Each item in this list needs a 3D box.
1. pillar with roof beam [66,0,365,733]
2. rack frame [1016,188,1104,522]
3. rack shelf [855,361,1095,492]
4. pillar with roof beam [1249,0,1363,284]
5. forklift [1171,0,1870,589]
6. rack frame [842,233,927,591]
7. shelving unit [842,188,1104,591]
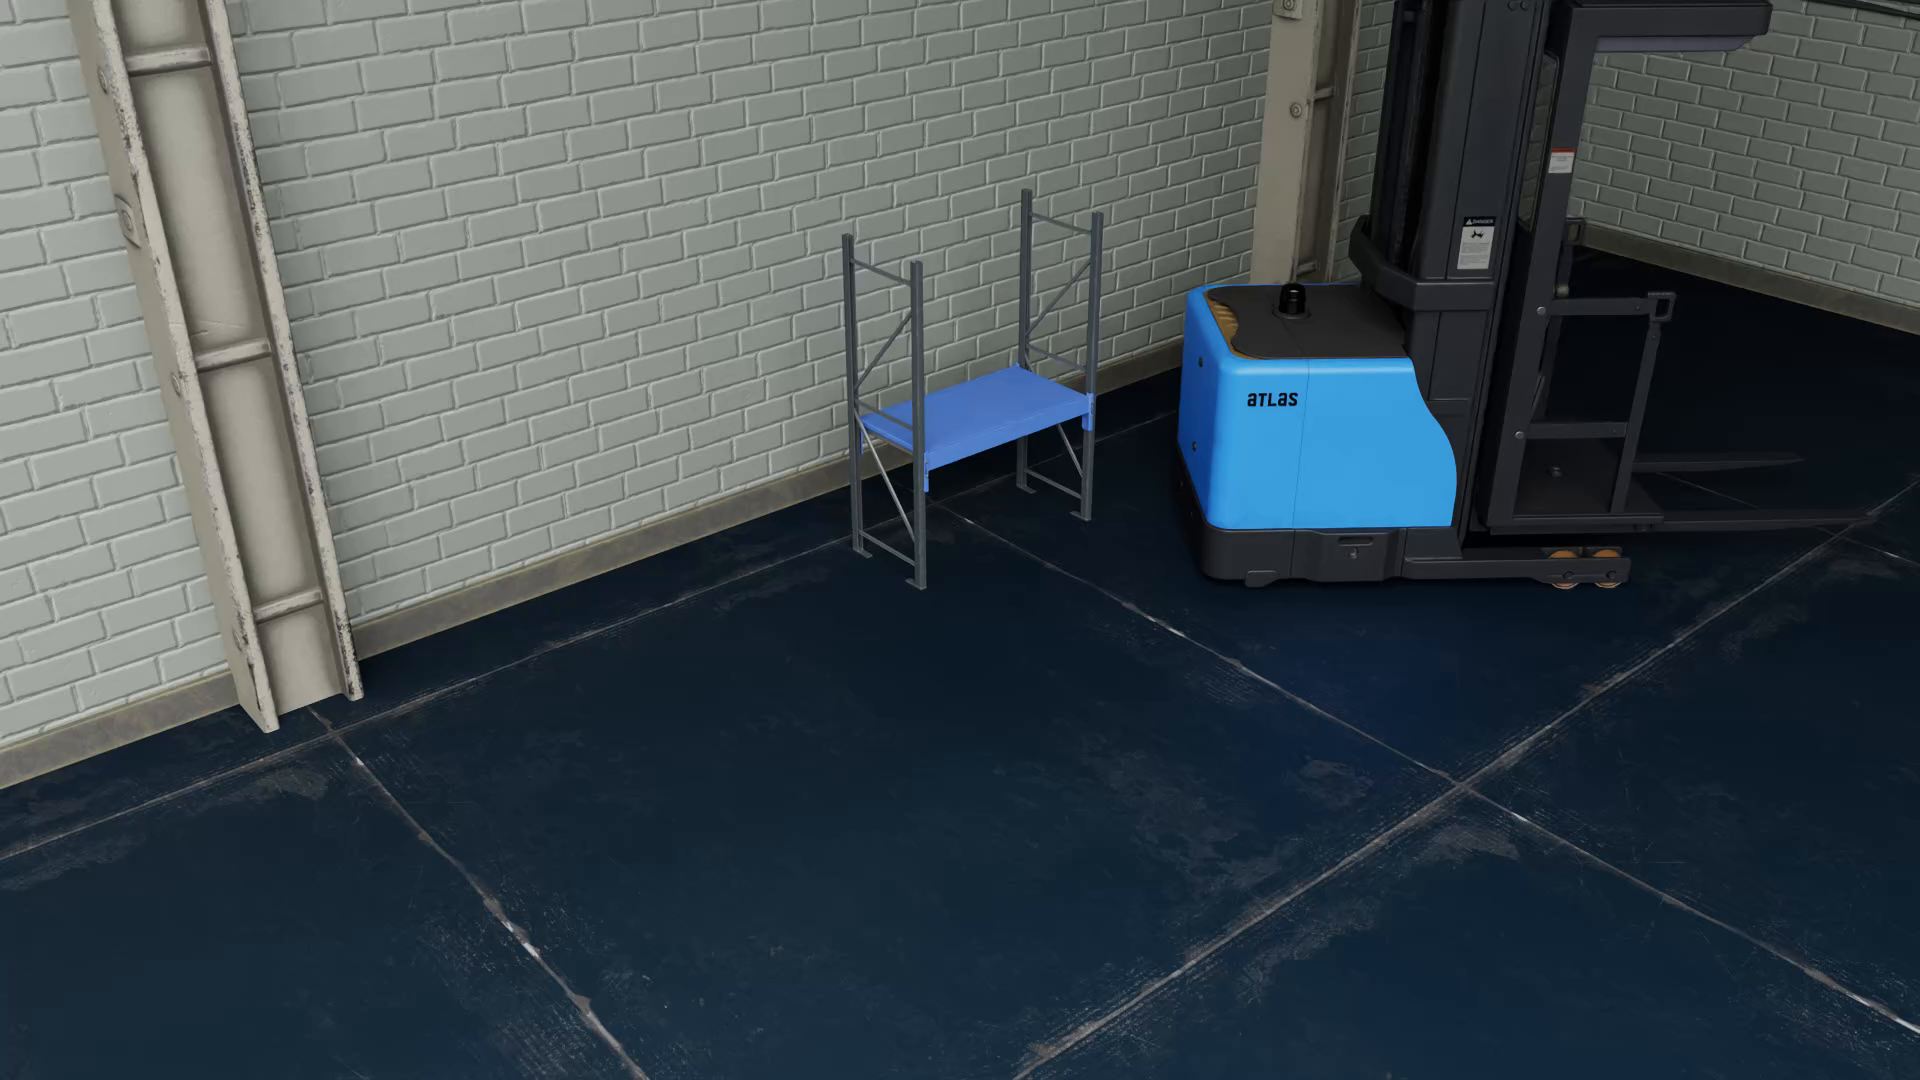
[{"bbox_3d":[0.187,-1.800,1.571,0.400,9.000,9.100,-22,35,-35],"label":"pillar with roof beam"},{"bbox_3d":[0.452,-0.843,7.736,0.032,1.500,0.500,-22,35,-35],"label":"rack frame"},{"bbox_3d":[0.065,-0.529,7.530,1.000,0.185,0.538,-22,35,-35],"label":"rack shelf"},{"bbox_3d":[4.752,-3.636,5.005,0.400,9.000,9.100,-22,35,-35],"label":"pillar with roof beam"},{"bbox_3d":[2.561,-1.327,7.122,3.031,2.935,1.130,-1,28,-2],"label":"forklift"},{"bbox_3d":[-0.322,-0.532,7.154,0.032,1.500,0.500,-22,35,-35],"label":"rack frame"},{"bbox_3d":[0.065,-0.688,7.445,1.048,1.500,0.538,-22,35,-35],"label":"shelving unit"}]
